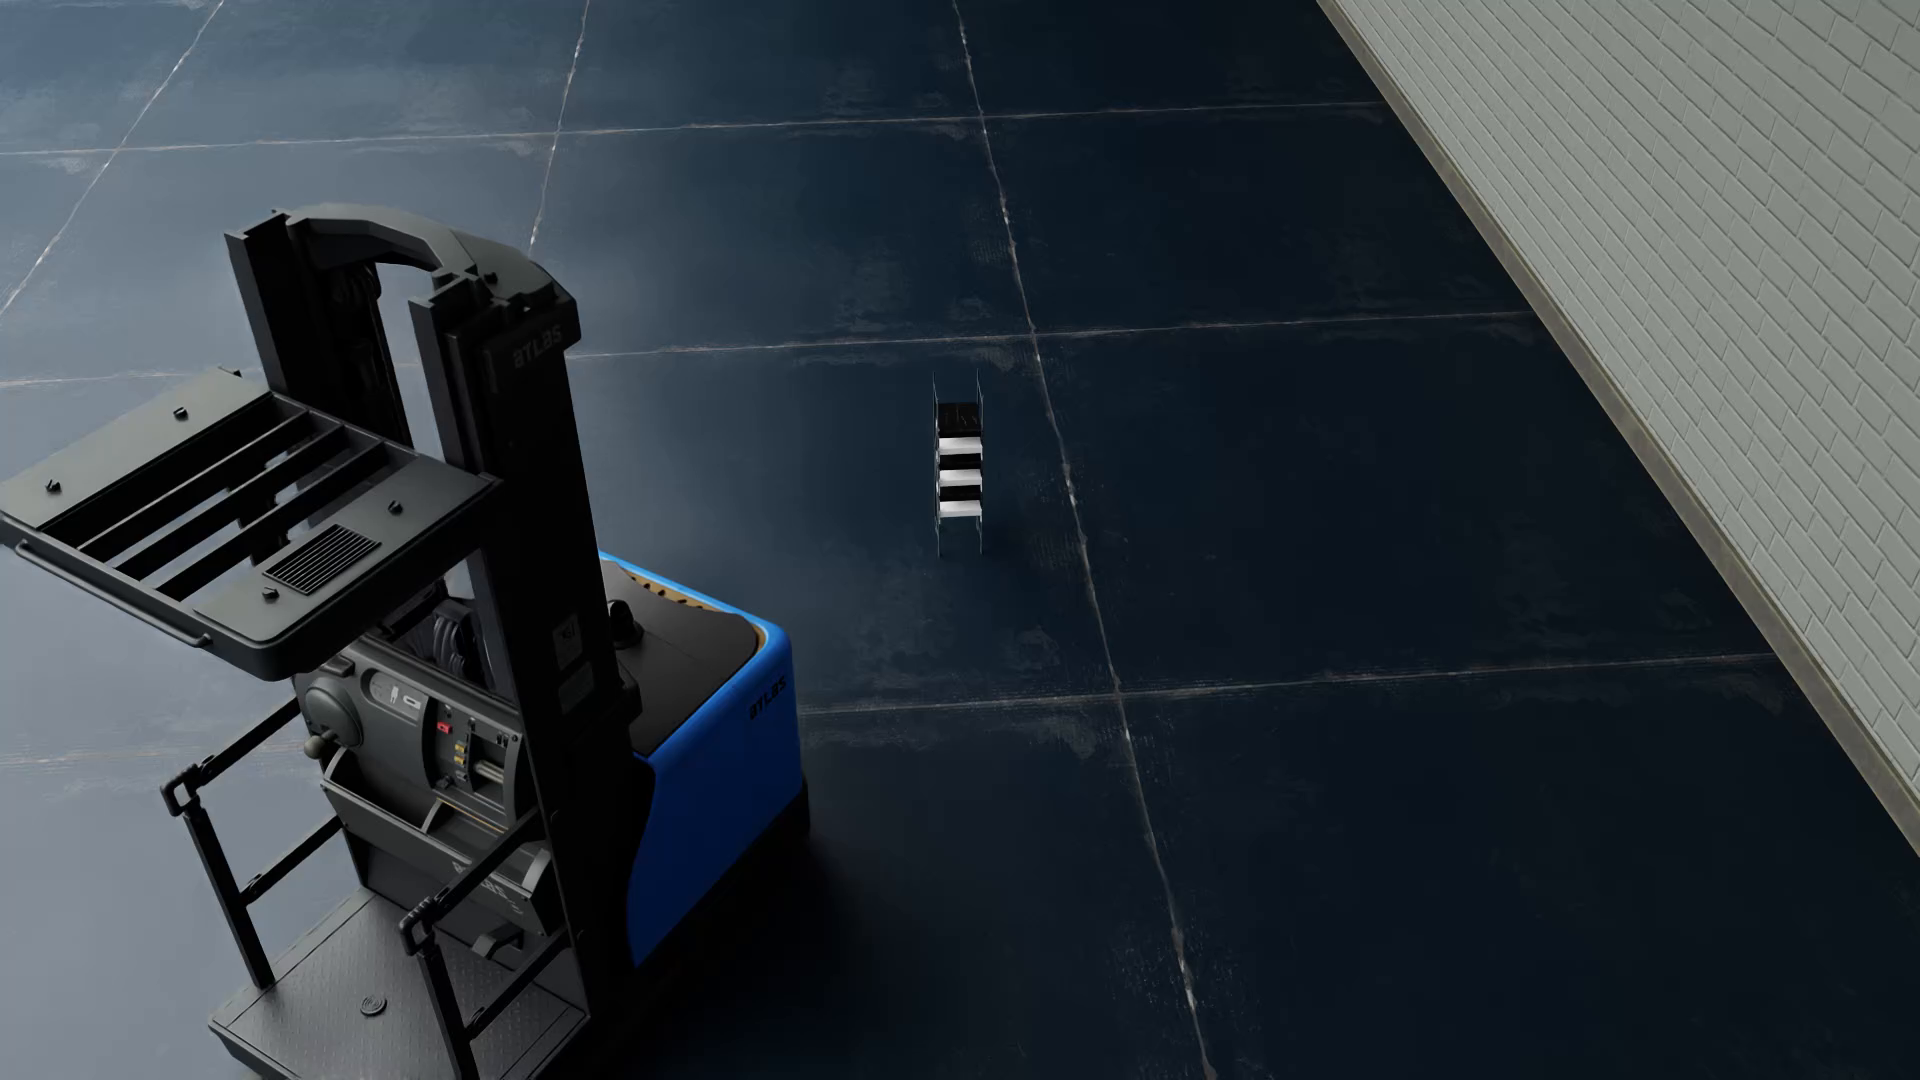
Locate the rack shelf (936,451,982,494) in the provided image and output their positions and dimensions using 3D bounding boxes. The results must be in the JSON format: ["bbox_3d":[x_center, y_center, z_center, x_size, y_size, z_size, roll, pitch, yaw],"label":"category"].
[{"bbox_3d":[-0.008,-0.327,7.813,0.200,0.077,0.258,-3,38,-4],"label":"rack shelf"}]

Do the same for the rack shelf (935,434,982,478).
[{"bbox_3d":[-0.008,-0.397,7.758,0.200,0.077,0.258,-3,38,-4],"label":"rack shelf"}]

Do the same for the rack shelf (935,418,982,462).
[{"bbox_3d":[-0.008,-0.468,7.702,0.200,0.077,0.258,-3,38,-4],"label":"rack shelf"}]

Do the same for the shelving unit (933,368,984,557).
[{"bbox_3d":[-0.008,-0.353,7.793,0.210,0.900,0.258,-3,38,-4],"label":"shelving unit"}]

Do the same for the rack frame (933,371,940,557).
[{"bbox_3d":[-0.109,-0.347,7.786,0.006,0.900,0.240,-3,38,-4],"label":"rack frame"}]

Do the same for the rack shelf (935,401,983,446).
[{"bbox_3d":[-0.008,-0.539,7.646,0.200,0.077,0.258,-3,38,-4],"label":"rack shelf"}]

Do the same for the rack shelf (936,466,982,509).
[{"bbox_3d":[-0.008,-0.256,7.869,0.200,0.077,0.258,-3,38,-4],"label":"rack shelf"}]

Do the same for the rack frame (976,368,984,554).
[{"bbox_3d":[0.093,-0.358,7.800,0.006,0.900,0.240,-3,38,-4],"label":"rack frame"}]

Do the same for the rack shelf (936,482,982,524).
[{"bbox_3d":[-0.008,-0.185,7.925,0.200,0.077,0.258,-3,38,-4],"label":"rack shelf"}]

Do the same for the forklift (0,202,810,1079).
[{"bbox_3d":[-1.784,0.640,4.895,1.130,2.935,3.031,21,43,24],"label":"forklift"}]
